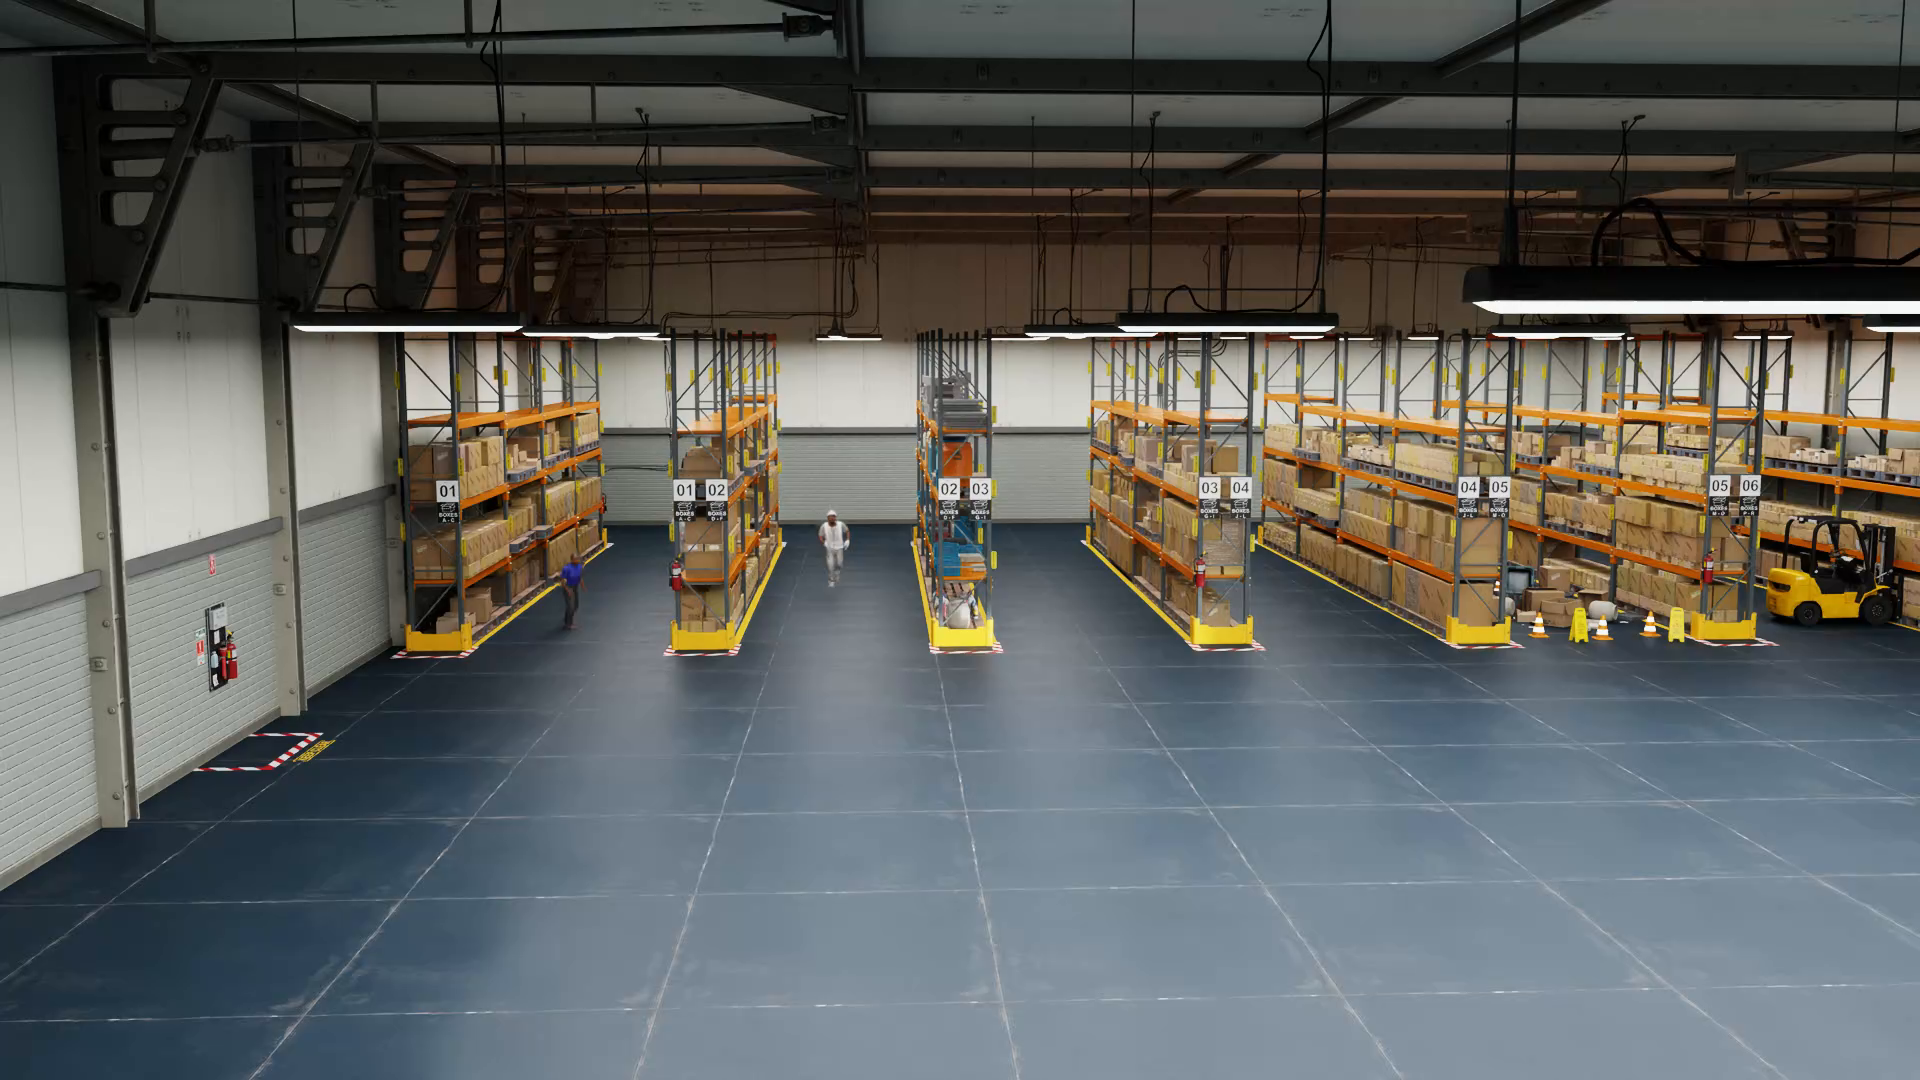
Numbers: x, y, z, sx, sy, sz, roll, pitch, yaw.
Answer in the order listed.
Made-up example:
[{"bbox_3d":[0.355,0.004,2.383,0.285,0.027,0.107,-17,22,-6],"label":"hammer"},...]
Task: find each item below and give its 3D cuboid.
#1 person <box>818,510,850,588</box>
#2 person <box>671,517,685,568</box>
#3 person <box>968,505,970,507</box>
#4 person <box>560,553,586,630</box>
[{"bbox_3d":[-2.802,0.211,36.999,0.693,1.746,0.661,0,7,-3],"label":"person"},{"bbox_3d":[-7.030,-0.077,42.322,0.655,1.647,0.734,-1,7,-11],"label":"person"},{"bbox_3d":[0.342,-0.905,50.033,0.784,1.613,0.568,-5,8,-35],"label":"person"},{"bbox_3d":[-7.833,1.018,33.434,0.750,1.601,0.589,5,8,37],"label":"person"}]
